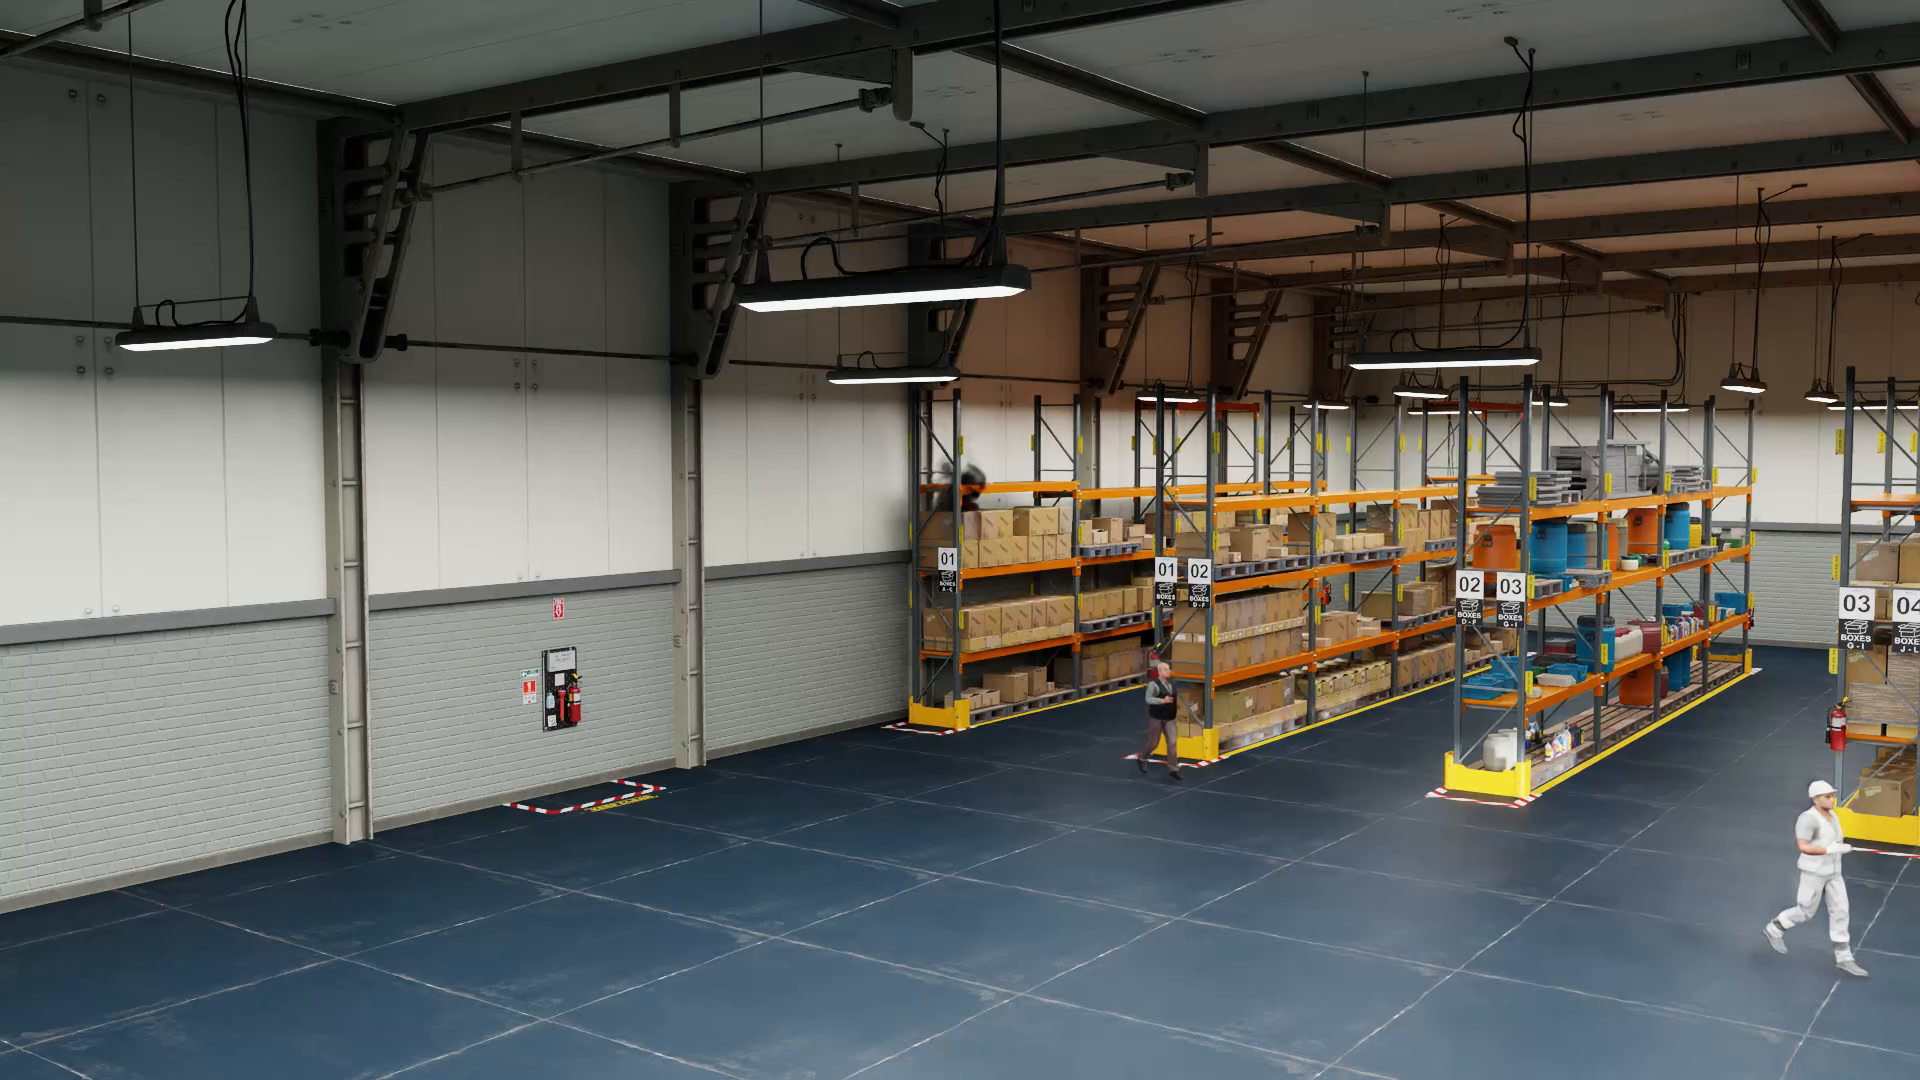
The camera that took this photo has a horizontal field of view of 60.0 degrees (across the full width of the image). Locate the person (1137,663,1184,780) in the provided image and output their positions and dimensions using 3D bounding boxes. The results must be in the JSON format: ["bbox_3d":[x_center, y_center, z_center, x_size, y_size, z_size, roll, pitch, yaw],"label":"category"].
[{"bbox_3d":[3.016,2.682,24.870,0.668,1.709,0.969,-2,4,-28],"label":"person"}]

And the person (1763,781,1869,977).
[{"bbox_3d":[8.194,3.172,15.859,0.677,1.769,1.002,-2,4,-28],"label":"person"}]
